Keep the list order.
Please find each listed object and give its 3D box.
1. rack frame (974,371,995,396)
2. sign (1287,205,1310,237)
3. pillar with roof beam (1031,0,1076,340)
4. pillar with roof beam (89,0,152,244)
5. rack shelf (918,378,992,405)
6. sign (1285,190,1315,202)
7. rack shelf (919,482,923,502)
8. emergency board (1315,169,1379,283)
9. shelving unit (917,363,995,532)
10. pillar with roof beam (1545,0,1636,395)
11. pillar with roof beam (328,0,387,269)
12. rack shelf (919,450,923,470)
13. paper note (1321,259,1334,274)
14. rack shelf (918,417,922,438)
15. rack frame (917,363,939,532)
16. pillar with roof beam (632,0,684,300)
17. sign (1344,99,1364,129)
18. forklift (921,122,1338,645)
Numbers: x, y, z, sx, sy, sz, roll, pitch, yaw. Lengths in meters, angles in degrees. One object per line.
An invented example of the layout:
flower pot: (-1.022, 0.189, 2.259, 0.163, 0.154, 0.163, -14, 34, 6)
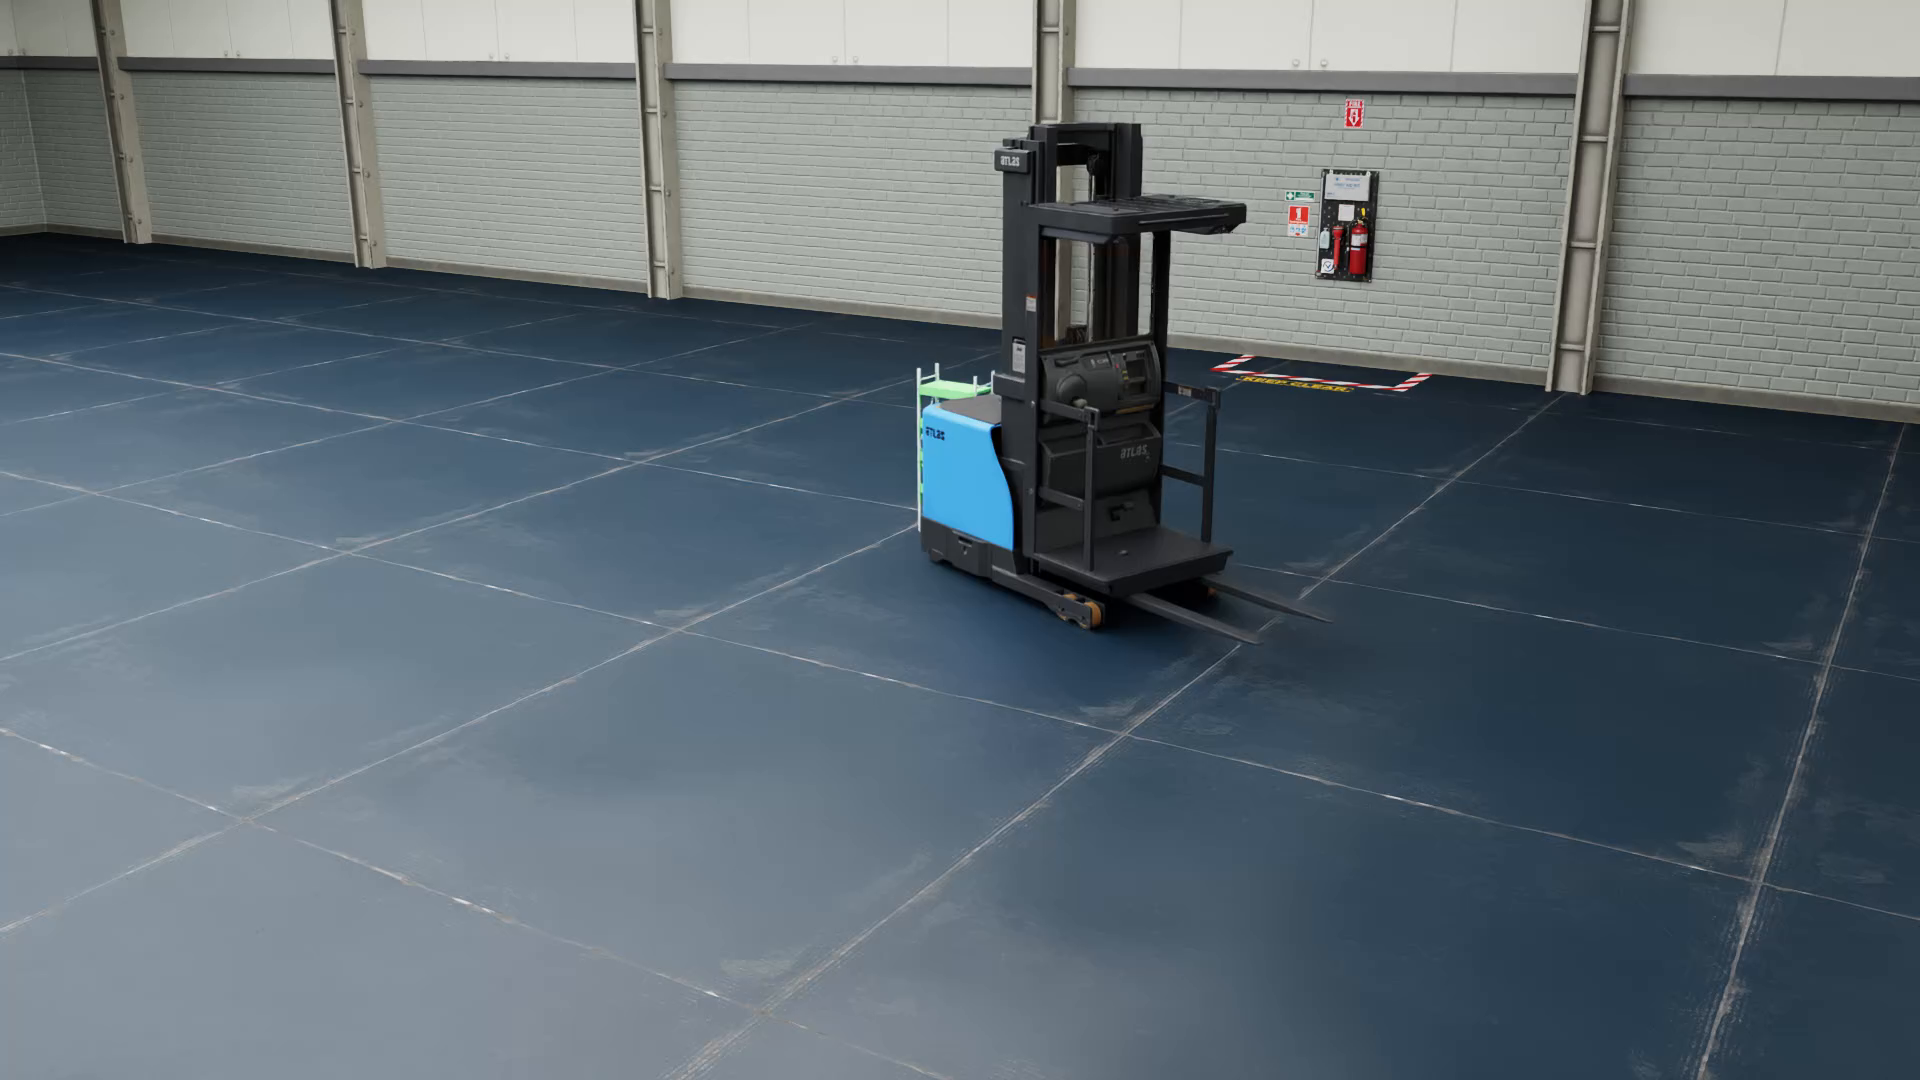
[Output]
rack frame: (0.171, -0.583, 11.736, 0.015, 1.200, 0.240, 12, 20, 34)
sign: (3.678, -3.467, 18.072, 0.234, 0.329, 0.001, 10, 20, 30)
pillar with roof beam: (-1.185, -5.672, 15.070, 0.400, 9.000, 9.100, 10, 20, 30)
pillar with roof beam: (-16.523, -8.410, 24.083, 0.400, 9.000, 9.100, 10, 20, 30)
rack shelf: (-0.028, -1.022, 11.750, 0.480, 0.148, 0.258, 12, 20, 34)
sign: (3.677, -3.717, 17.985, 0.331, 0.109, 0.001, 10, 20, 30)
rack shelf: (-0.028, -0.333, 11.959, 0.480, 0.148, 0.258, 12, 20, 34)
emergency board: (4.095, -3.340, 17.716, 0.643, 1.169, 0.194, 10, 20, 30)
shelving unit: (-0.028, -0.624, 11.871, 0.503, 1.200, 0.258, 12, 20, 34)
pillar with roof beam: (3.928, -4.759, 12.065, 0.400, 9.000, 9.100, 10, 20, 30)
pillar with roof beam: (-11.410, -7.497, 21.079, 0.400, 9.000, 9.100, 10, 20, 30)
rack shelf: (-0.028, -0.563, 11.889, 0.480, 0.148, 0.258, 12, 20, 34)
paper note: (3.981, -2.963, 17.989, 0.142, 0.148, 0.016, 10, 20, 30)
rack shelf: (-0.028, -0.792, 11.819, 0.480, 0.148, 0.258, 12, 20, 34)
rack frame: (-0.227, -0.665, 12.005, 0.015, 1.200, 0.240, 12, 20, 34)
pillar with roof beam: (-6.297, -6.584, 18.074, 0.400, 9.000, 9.100, 10, 20, 30)
sign: (4.141, -4.475, 17.464, 0.199, 0.298, 0.001, 10, 20, 30)
forklift: (1.014, -1.022, 10.203, 1.130, 2.935, 3.031, -12, 21, -35)
